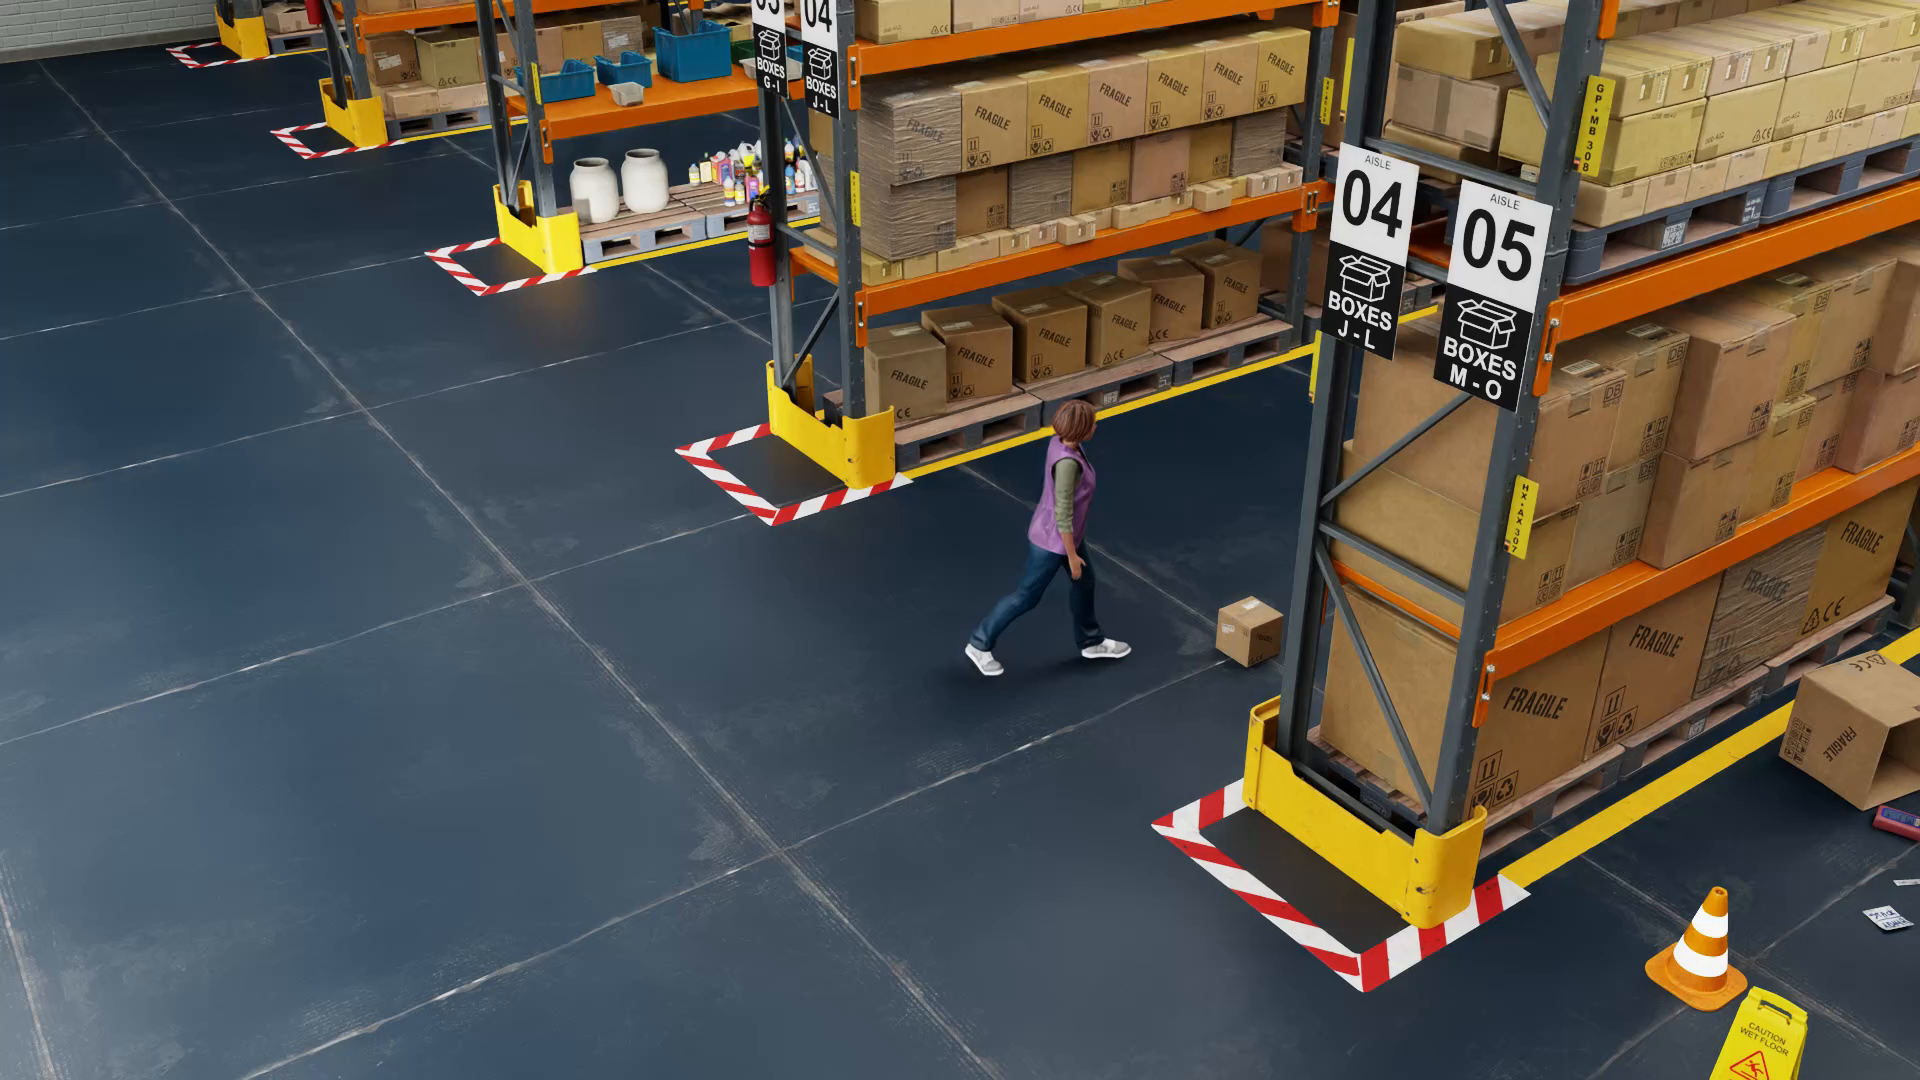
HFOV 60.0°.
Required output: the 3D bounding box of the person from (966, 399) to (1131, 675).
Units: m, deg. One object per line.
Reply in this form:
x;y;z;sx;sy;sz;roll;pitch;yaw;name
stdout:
0.475;-0.001;8.632;0.876;1.557;0.467;4;29;8;person
